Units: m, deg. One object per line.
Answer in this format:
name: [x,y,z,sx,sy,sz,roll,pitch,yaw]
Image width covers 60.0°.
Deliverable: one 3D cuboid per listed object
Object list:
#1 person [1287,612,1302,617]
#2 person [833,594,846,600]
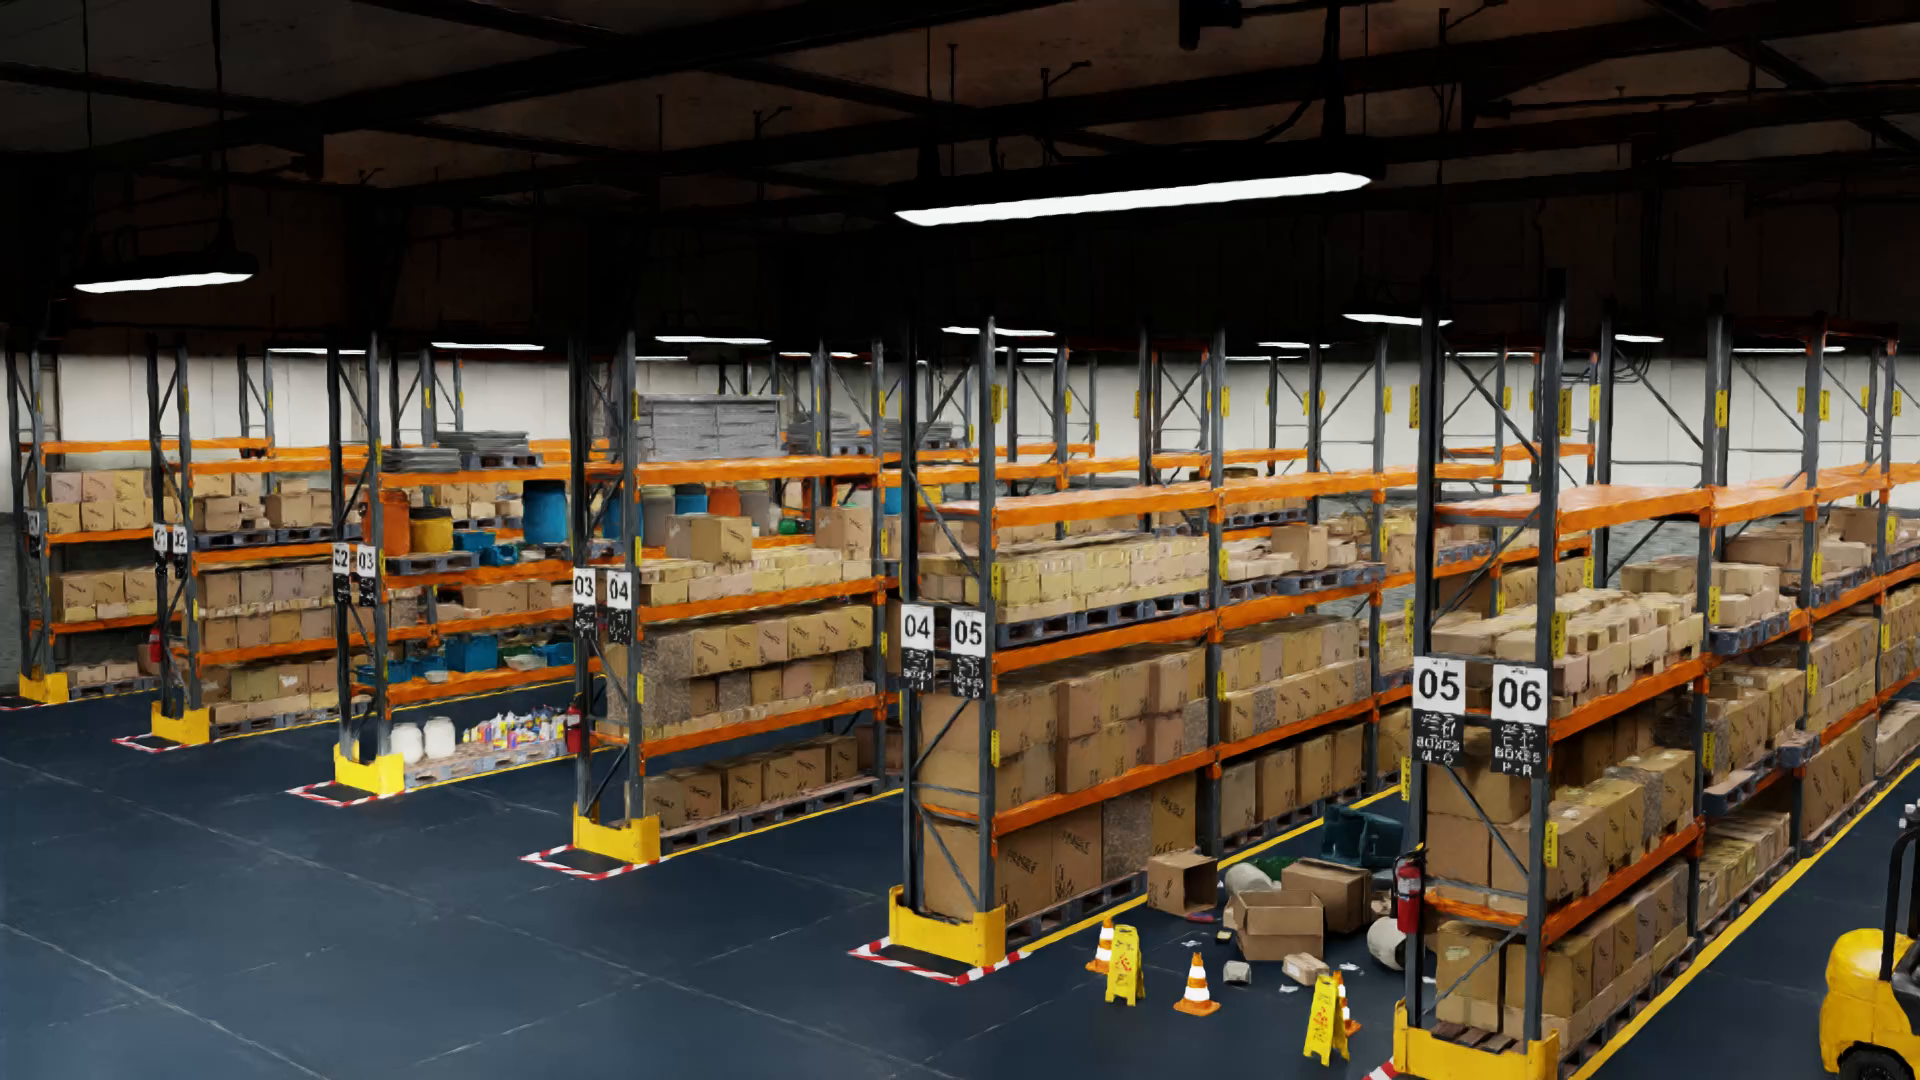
person: [5.414,1.939,26.810,0.447,1.587,1.069,4,6,36]
person: [-2.247,1.547,30.685,0.729,1.733,0.546,4,7,38]
